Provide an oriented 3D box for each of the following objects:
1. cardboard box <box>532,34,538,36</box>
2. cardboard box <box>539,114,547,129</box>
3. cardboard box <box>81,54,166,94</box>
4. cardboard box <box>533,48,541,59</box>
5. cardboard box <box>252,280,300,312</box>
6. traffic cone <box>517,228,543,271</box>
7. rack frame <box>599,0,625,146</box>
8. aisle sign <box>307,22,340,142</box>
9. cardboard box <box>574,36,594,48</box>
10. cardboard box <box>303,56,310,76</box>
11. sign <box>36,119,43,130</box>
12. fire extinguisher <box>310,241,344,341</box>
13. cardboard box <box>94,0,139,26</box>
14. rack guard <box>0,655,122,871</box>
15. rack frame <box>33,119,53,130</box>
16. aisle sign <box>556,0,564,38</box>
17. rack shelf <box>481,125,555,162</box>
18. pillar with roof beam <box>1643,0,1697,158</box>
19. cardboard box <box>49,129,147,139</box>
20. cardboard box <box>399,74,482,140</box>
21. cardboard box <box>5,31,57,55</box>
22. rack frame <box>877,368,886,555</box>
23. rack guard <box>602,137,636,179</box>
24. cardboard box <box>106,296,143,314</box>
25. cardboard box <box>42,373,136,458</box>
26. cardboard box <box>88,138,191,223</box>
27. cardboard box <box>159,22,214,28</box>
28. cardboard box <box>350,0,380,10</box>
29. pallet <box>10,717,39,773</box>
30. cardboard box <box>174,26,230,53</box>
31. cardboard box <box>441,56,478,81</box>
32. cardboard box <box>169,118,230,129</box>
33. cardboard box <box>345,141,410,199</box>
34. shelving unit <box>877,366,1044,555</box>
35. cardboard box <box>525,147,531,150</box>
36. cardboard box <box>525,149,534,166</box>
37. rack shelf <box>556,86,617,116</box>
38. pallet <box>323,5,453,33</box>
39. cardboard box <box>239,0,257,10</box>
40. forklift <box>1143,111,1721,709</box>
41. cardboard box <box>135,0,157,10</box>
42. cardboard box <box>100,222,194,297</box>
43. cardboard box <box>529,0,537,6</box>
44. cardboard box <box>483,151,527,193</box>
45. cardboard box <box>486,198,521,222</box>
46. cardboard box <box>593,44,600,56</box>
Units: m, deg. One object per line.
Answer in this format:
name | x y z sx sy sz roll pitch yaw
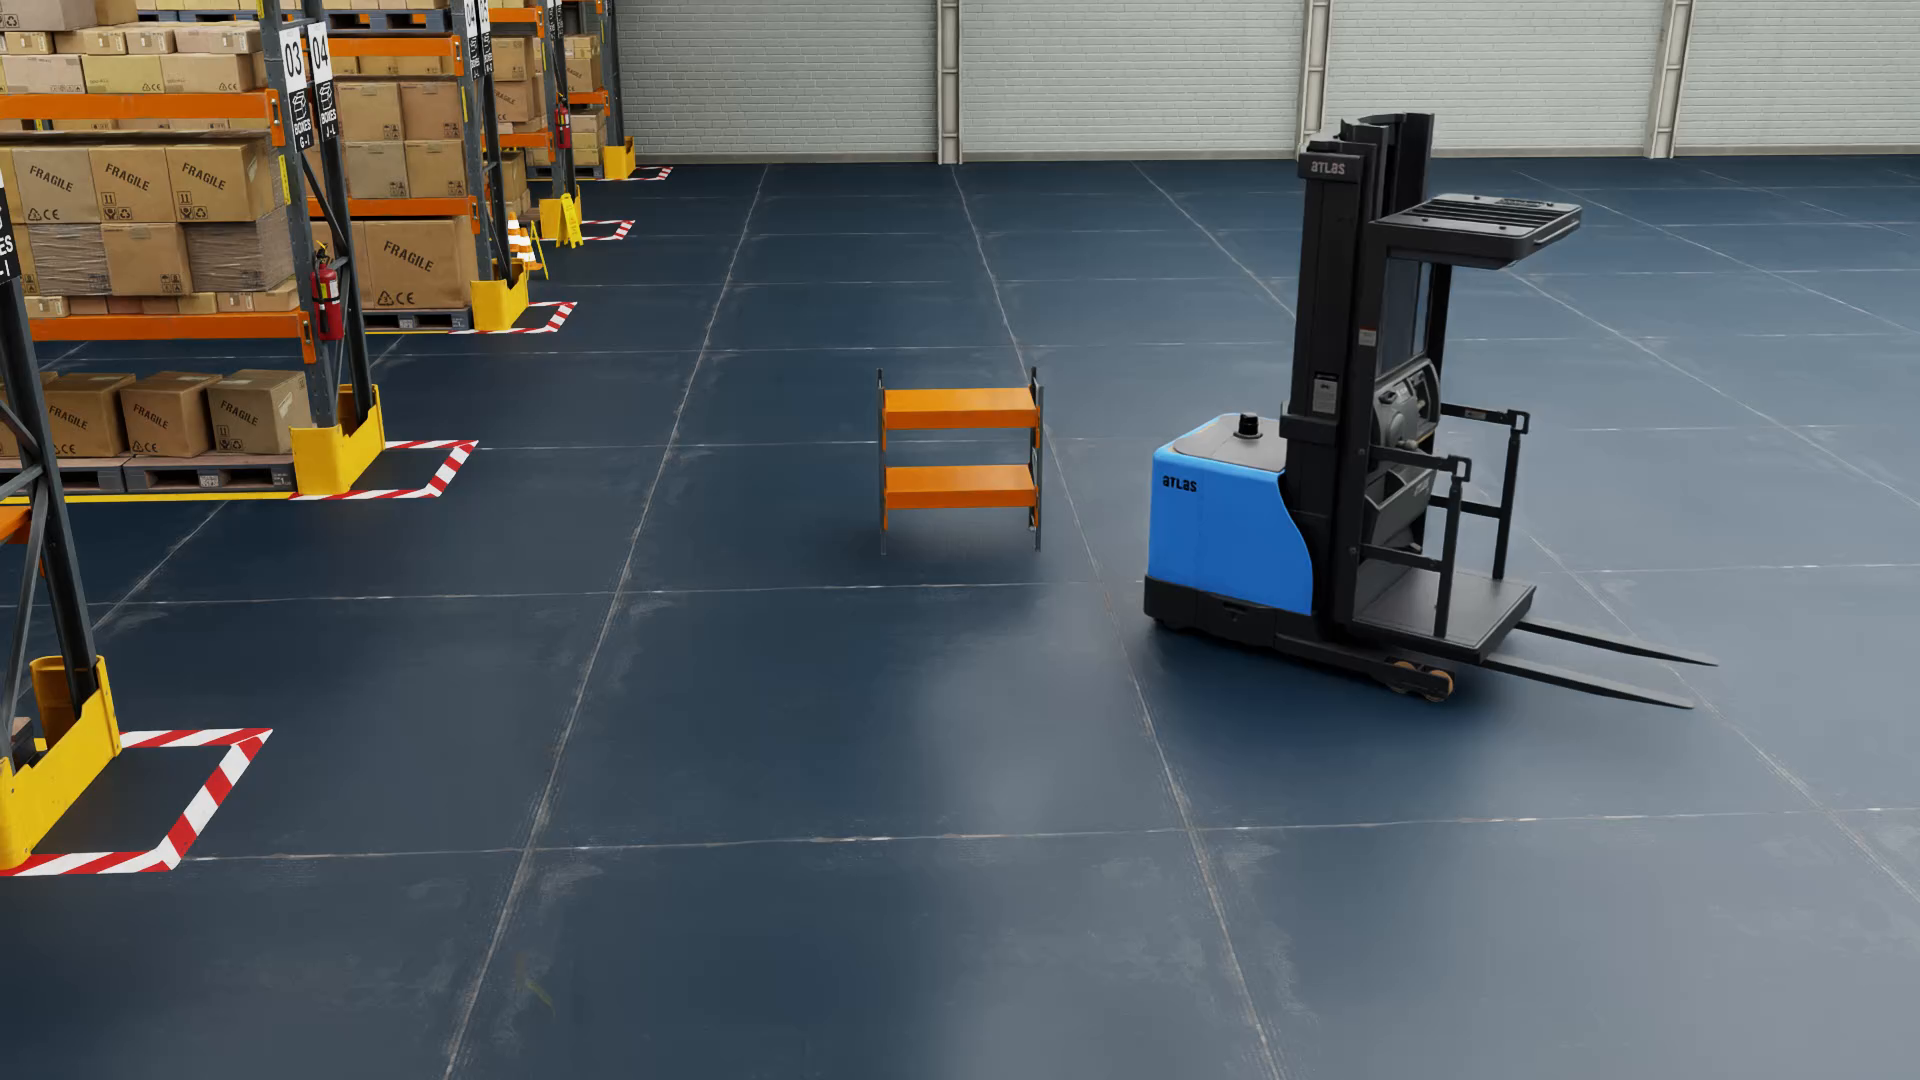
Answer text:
cardboard box | -6.534 -7.771 25.846 0.250 0.149 0.380 -1 21 -3
cardboard box | -5.476 -5.402 21.448 0.250 0.149 0.380 -1 21 -3
cardboard box | -5.525 -3.153 11.183 0.500 0.250 0.500 -1 21 -3
cardboard box | -6.507 -7.459 25.445 0.250 0.149 0.380 -1 21 -3
cardboard box | -4.832 -1.736 11.819 0.250 0.149 0.380 -1 21 -3
traffic cone | -5.078 -3.413 19.436 0.334 0.463 0.336 -1 21 -3
rack frame | -5.412 -7.216 25.859 0.127 3.000 1.000 -1 21 -3
aisle sign | -4.515 -3.256 11.803 0.004 0.787 0.394 -1 21 -3
cardboard box | -5.758 -7.623 25.457 0.250 0.149 0.380 -1 21 -3
cardboard box | -8.156 -5.959 20.594 0.500 0.500 0.700 -1 21 -3
sign | -8.695 -3.927 15.704 0.005 0.325 0.100 -1 21 -3
fire extinguisher | -4.419 -1.735 11.572 0.183 0.674 0.296 -1 21 -3
cardboard box | -6.057 -3.820 11.461 0.500 0.500 0.500 -1 21 -3
rack guard | -4.350 1.013 7.757 0.348 0.500 1.175 -1 21 -3
rack frame | -8.735 -3.616 16.402 0.127 3.000 1.000 -1 21 -3
aisle sign | -5.081 -6.779 21.058 0.004 0.787 0.394 -1 21 -3
rack shelf | -7.122 -5.076 21.250 4.000 0.370 1.077 -1 21 -3
pillar with roof beam | 12.058 -9.162 22.539 0.400 9.000 9.100 -1 21 -3
cardboard box | -6.123 -2.653 11.910 0.500 0.500 0.500 -1 21 -3
cardboard box | -5.114 -4.278 16.413 0.550 0.550 0.875 -1 21 -3
cardboard box | -6.118 -3.311 11.035 0.250 0.149 0.380 -2 21 -6
rack frame | -0.514 -0.515 10.893 0.032 1.125 0.500 -1 21 -3
rack guard | -5.388 -6.049 26.305 0.348 0.500 1.175 -1 21 -3
cardboard box | -5.831 -1.718 11.771 0.250 0.149 0.380 -1 21 -3
cardboard box | -6.405 -0.924 12.255 0.500 0.500 0.500 1 21 2
cardboard box | -5.593 -2.475 11.441 0.500 0.500 0.500 -1 21 -3
cardboard box | -5.357 -3.508 11.553 0.250 0.149 0.380 -2 21 -4
cardboard box | -5.562 -5.087 15.673 0.250 0.149 0.380 -1 21 -2
pallet | -5.161 1.163 7.770 1.213 0.211 1.003 -1 21 -3
cardboard box | -5.086 -3.371 11.194 0.250 0.149 0.380 -2 21 -5
cardboard box | -6.128 -6.011 20.729 0.500 0.500 0.700 -1 21 -3
cardboard box | -7.275 -4.200 16.209 0.550 0.550 0.875 -1 21 -3
cardboard box | -5.657 -3.724 16.477 0.550 0.550 0.875 -1 21 -3
shelving unit | -0.007 -0.526 10.920 1.048 1.125 0.538 -1 21 -3
cardboard box | -6.896 -6.216 25.803 0.500 0.250 0.500 -2 21 -4
cardboard box | -6.860 -5.992 25.918 0.500 0.250 0.500 -1 21 -2
rack shelf | -7.409 -6.839 25.881 4.000 0.370 1.077 -1 21 -3
pallet | -5.482 -5.038 16.048 1.213 0.211 1.003 -1 21 -3
cardboard box | -6.577 -5.066 15.619 0.250 0.149 0.380 -1 21 -2
forklift | 2.589 -0.722 8.899 3.031 2.935 1.130 14 25 32
cardboard box | -7.595 -5.045 15.563 0.250 0.149 0.380 -1 21 -4
cardboard box | -5.603 -2.064 11.769 0.500 0.500 0.875 -1 21 -3
cardboard box | -5.475 -6.846 21.024 0.250 0.149 0.380 -1 21 -3
cardboard box | -5.970 -4.796 21.723 0.500 0.500 0.500 -2 21 -5
cardboard box | -5.941 -4.252 21.347 0.500 0.250 0.500 -1 21 -3
cardboard box | -5.766 -7.651 25.950 0.250 0.149 0.380 -2 21 -4
